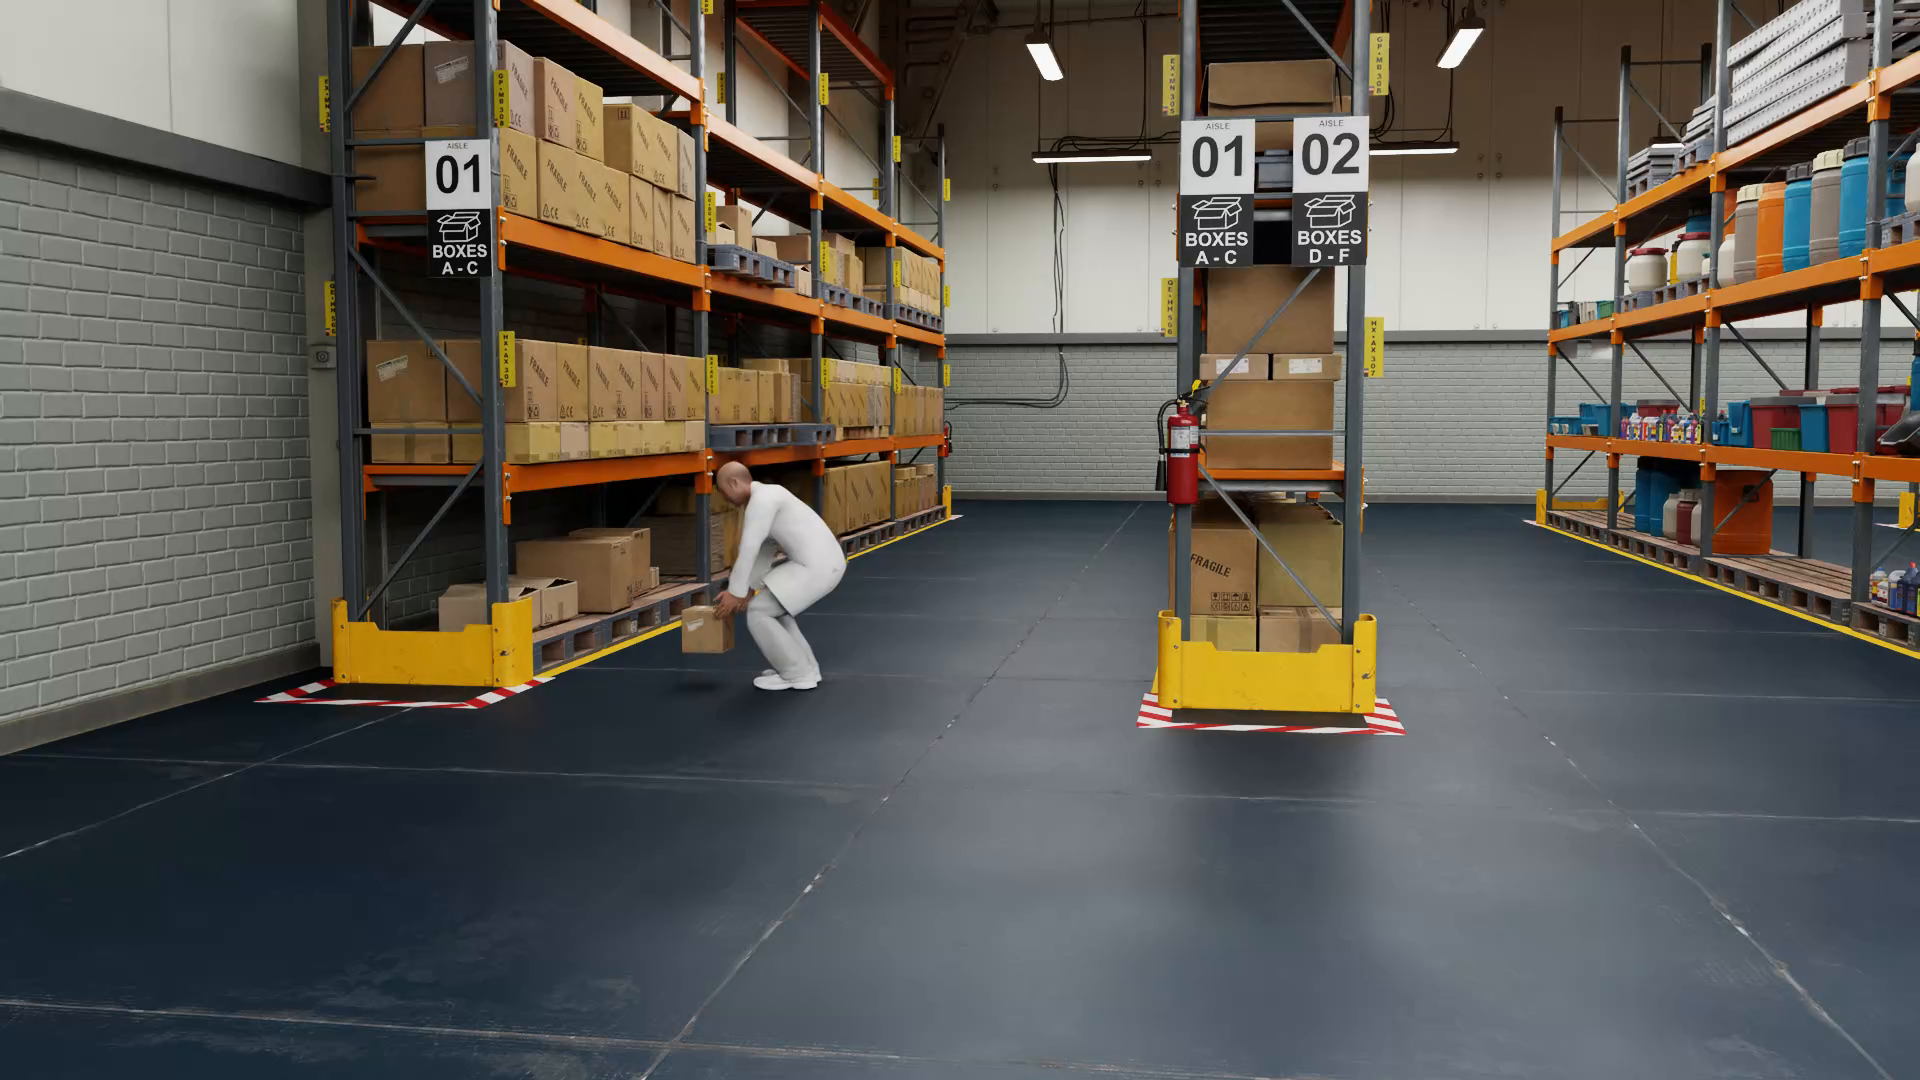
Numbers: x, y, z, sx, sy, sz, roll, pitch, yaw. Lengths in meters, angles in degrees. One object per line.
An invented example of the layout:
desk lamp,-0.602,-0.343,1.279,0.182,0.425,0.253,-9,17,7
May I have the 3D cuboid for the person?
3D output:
person,-1.061,0.208,9.833,0.764,1.329,0.631,1,4,9
